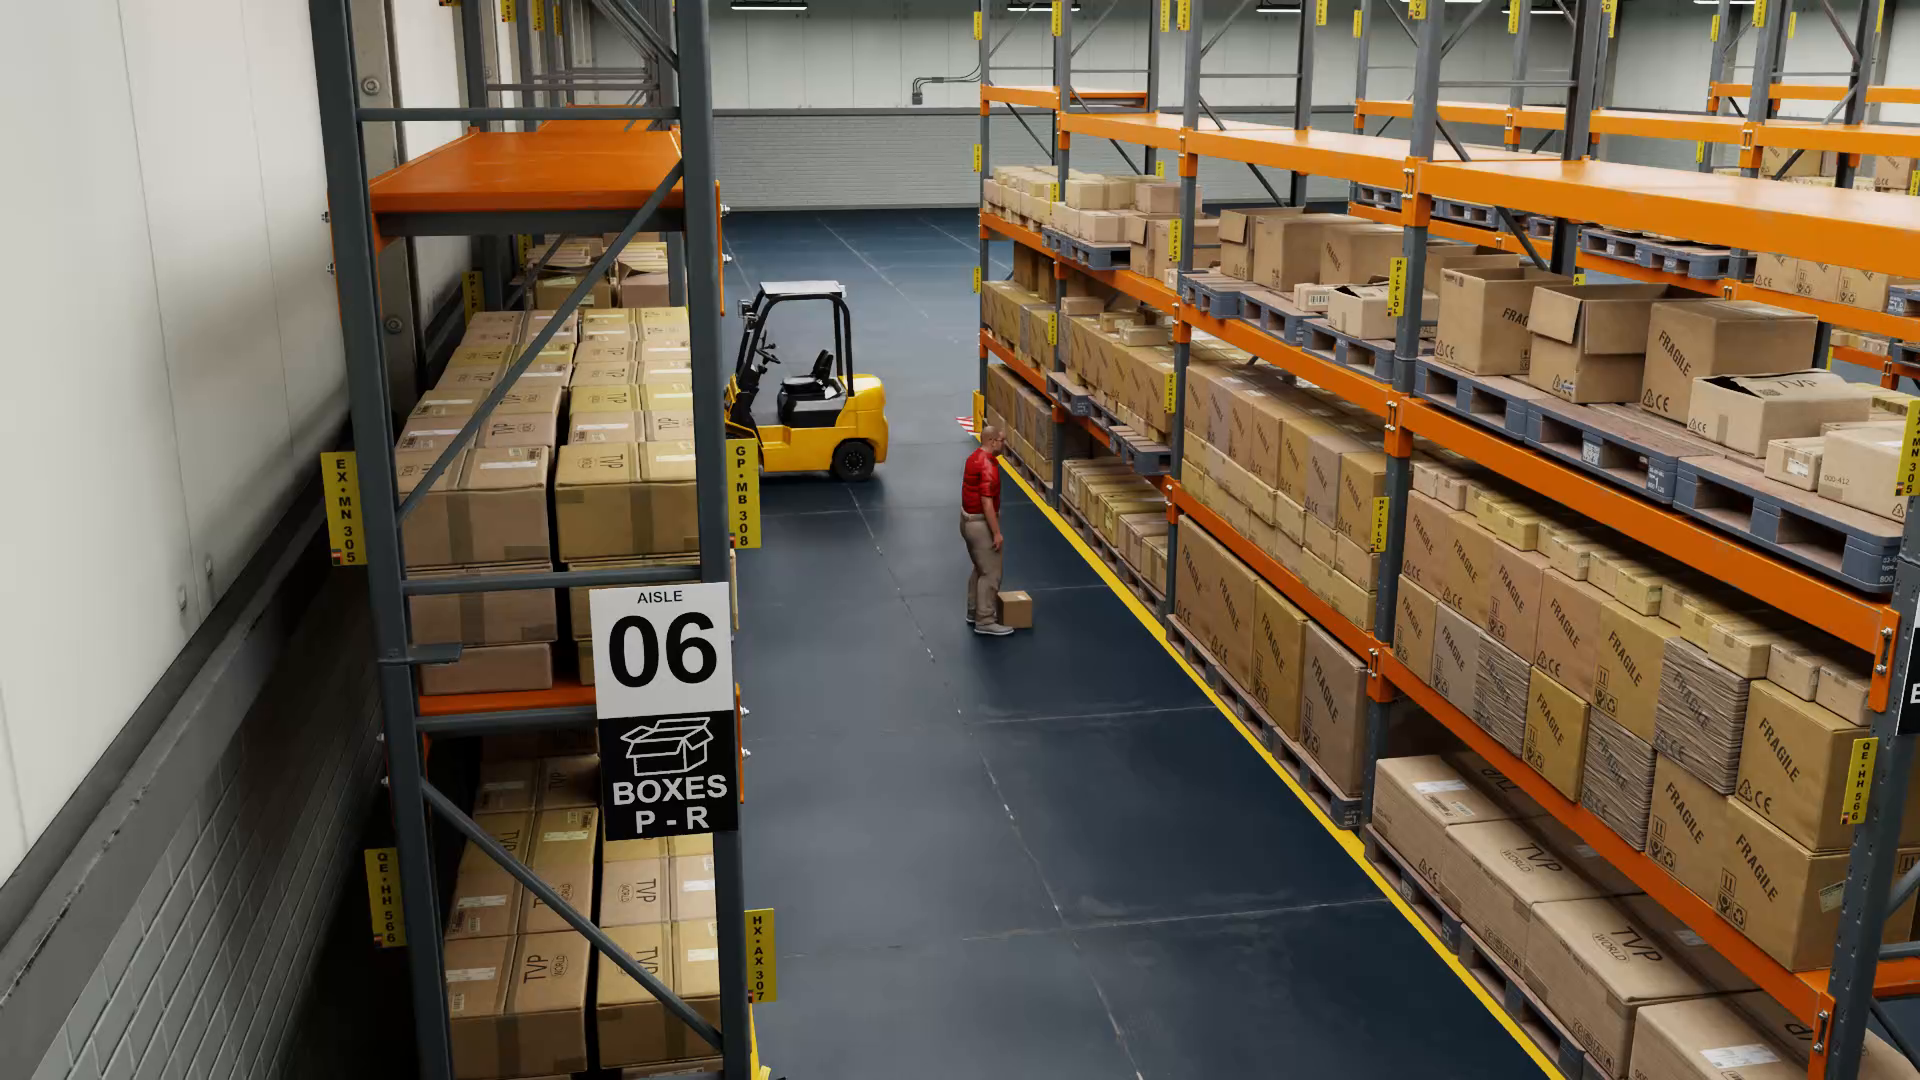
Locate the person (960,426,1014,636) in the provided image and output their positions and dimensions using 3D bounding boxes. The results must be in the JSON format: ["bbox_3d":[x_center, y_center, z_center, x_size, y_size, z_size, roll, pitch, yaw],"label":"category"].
[{"bbox_3d":[0.211,-0.100,13.901,0.389,1.727,0.606,-4,17,-14],"label":"person"}]
